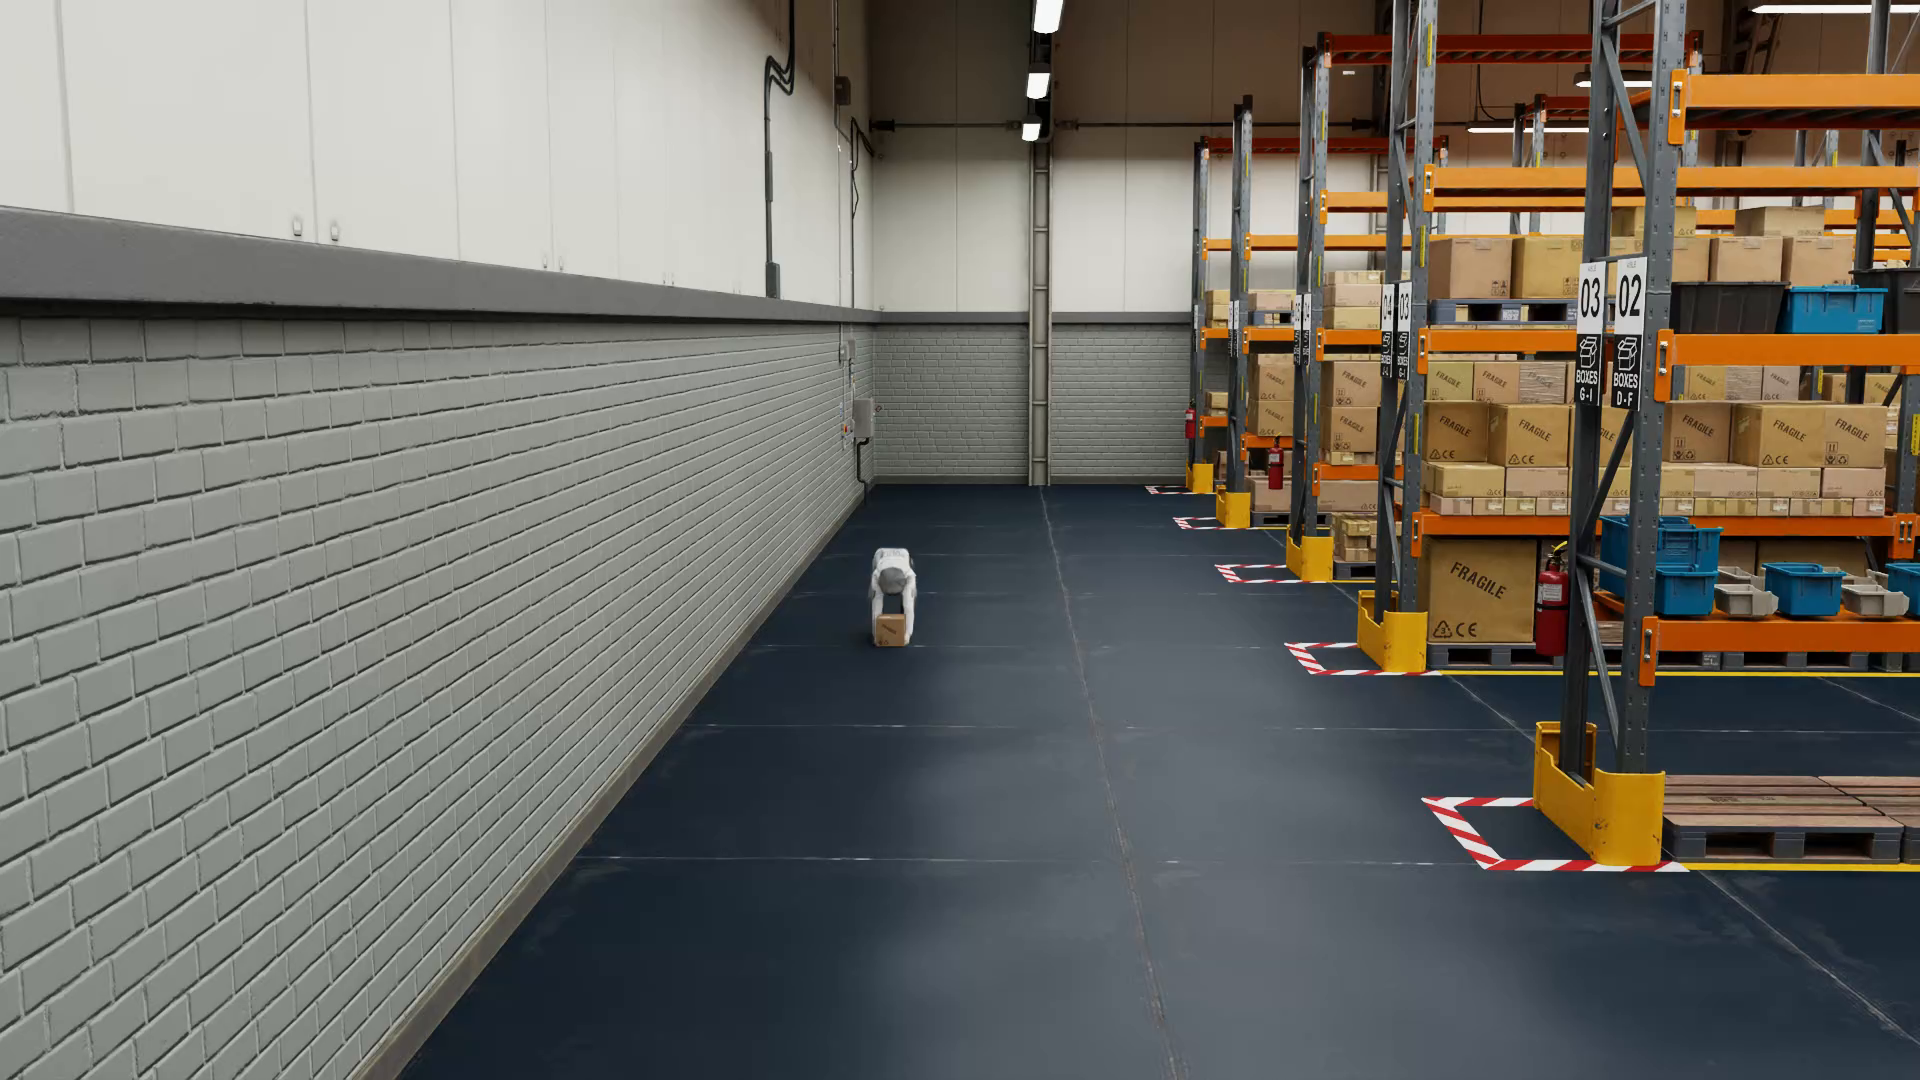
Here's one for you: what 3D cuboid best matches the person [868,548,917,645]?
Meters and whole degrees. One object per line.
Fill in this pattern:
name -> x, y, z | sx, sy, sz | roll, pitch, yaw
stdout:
person -> -0.620, 0.510, 15.252 | 0.454, 0.823, 0.897 | 0, 7, -1
